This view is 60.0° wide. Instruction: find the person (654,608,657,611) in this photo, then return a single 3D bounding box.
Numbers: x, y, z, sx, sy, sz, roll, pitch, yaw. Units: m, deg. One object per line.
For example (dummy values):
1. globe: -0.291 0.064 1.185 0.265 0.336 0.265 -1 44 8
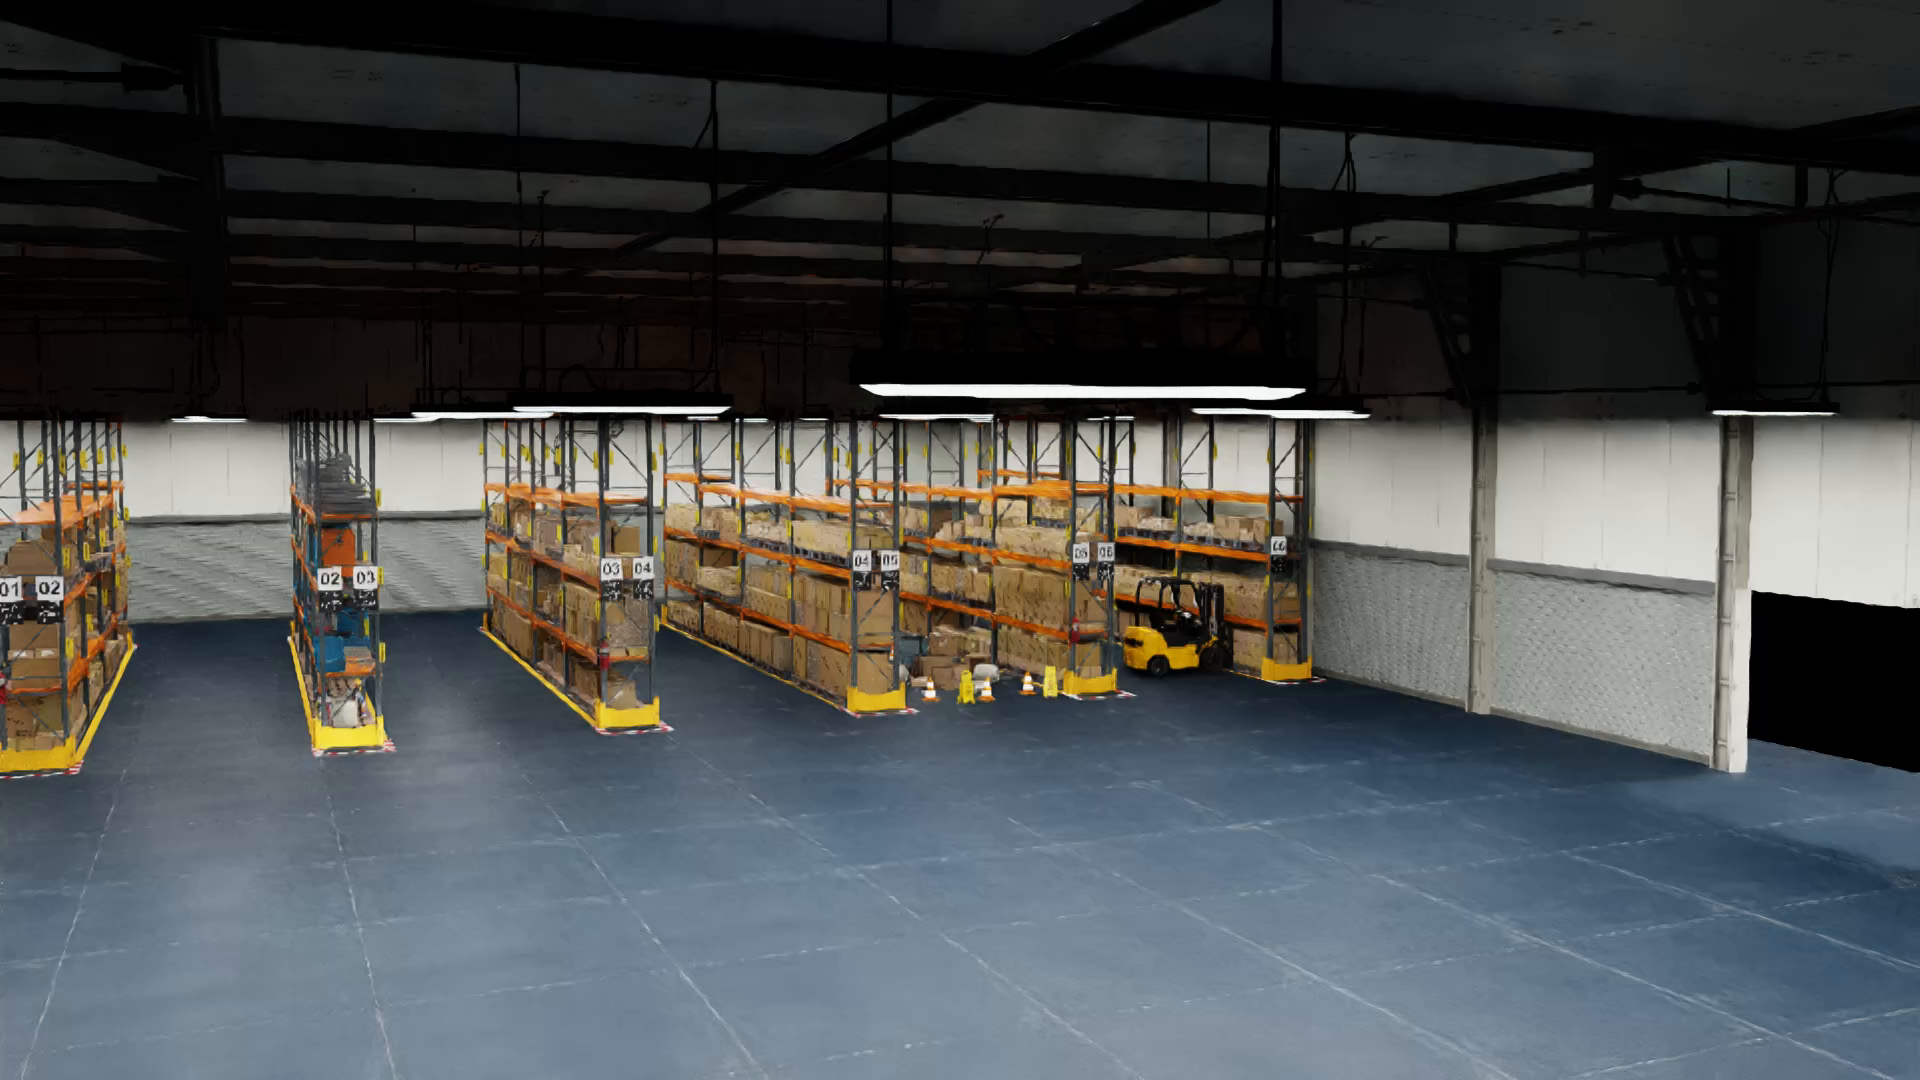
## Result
1. person: -9.450 1.362 50.140 0.531 1.697 0.977 0 4 -3
